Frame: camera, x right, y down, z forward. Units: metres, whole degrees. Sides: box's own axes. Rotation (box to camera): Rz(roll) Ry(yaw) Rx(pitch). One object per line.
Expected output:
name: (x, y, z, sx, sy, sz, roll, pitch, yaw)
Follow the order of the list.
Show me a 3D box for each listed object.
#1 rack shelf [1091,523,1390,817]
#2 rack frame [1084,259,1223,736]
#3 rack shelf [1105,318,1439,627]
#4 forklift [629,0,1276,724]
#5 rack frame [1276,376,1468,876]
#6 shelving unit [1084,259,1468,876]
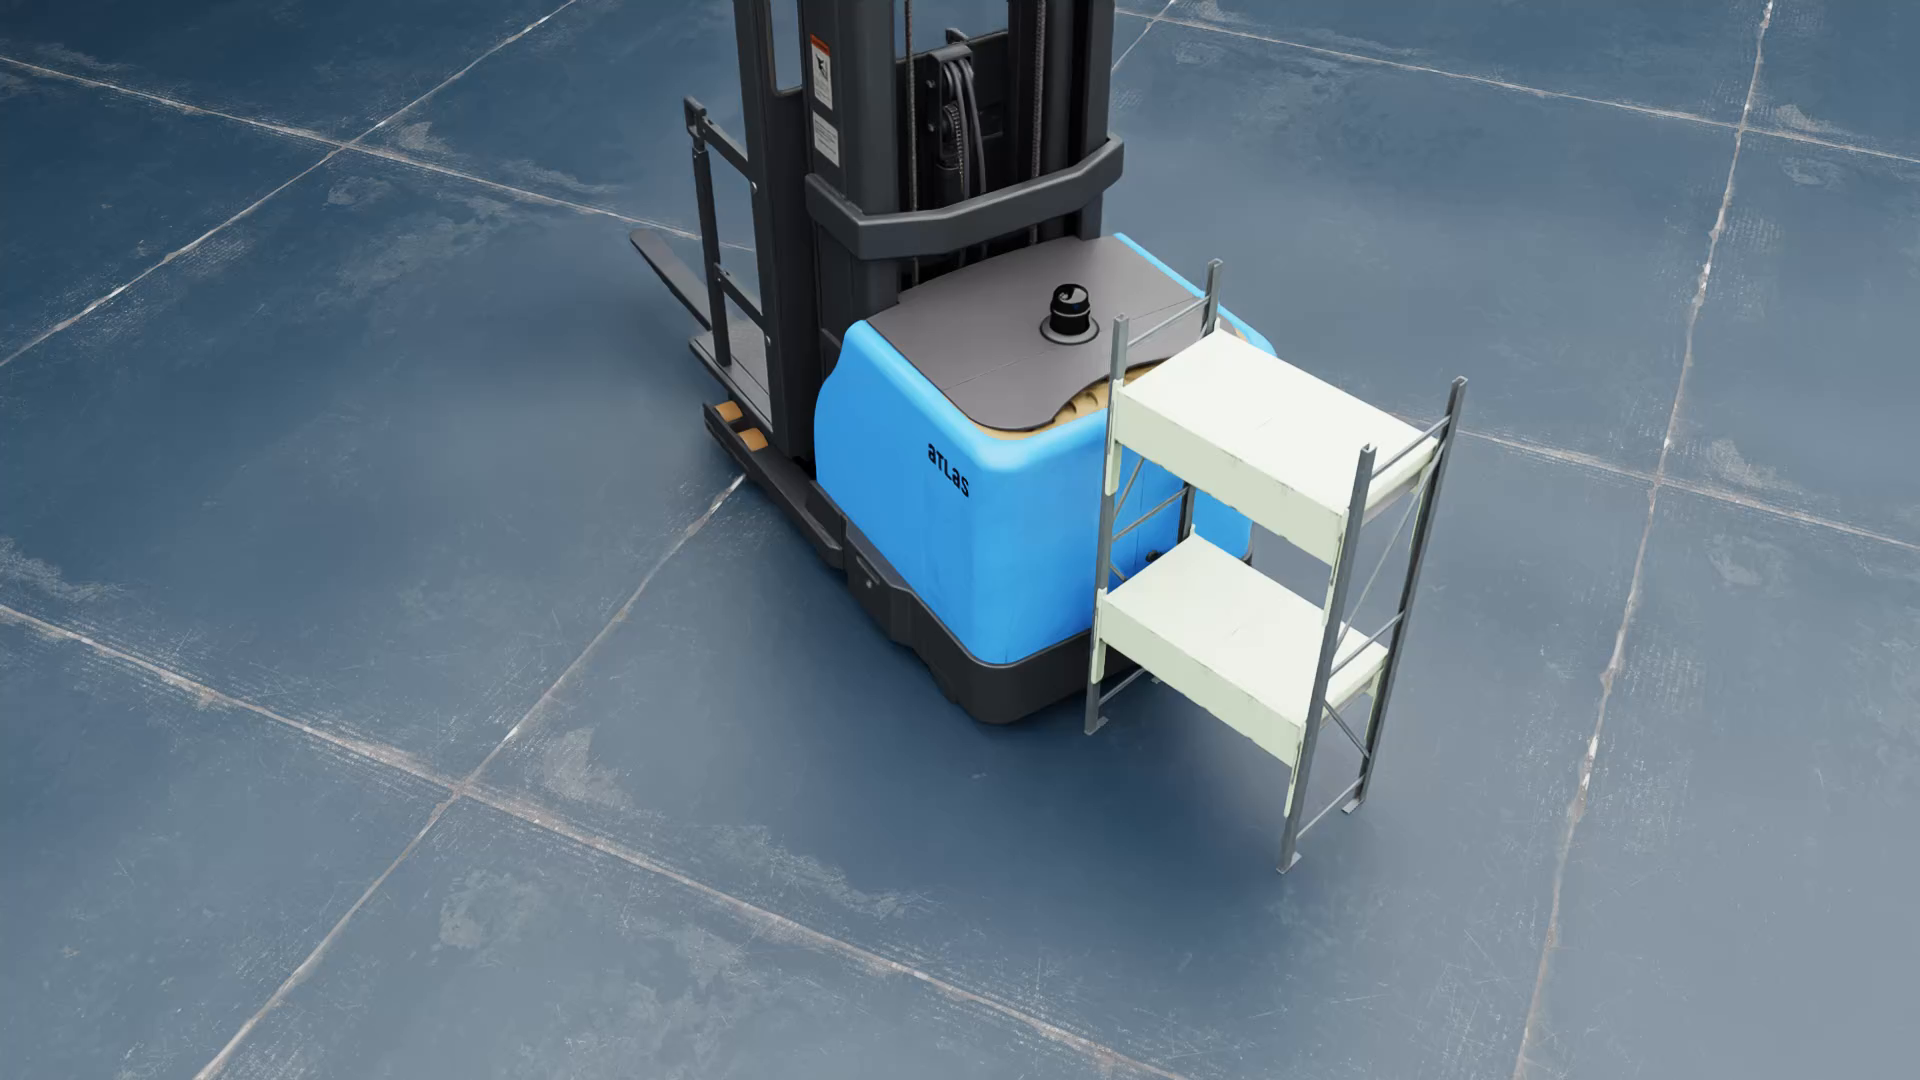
rack shelf: (0.784, 0.353, 4.696, 0.431, 0.370, 0.720, -33, 50, -32)
rack frame: (0.529, -0.065, 4.680, 0.400, 1.500, 0.023, -33, 50, -32)
rack shelf: (0.784, -0.189, 4.227, 0.431, 0.370, 0.720, -33, 50, -32)
forklift: (-0.282, -1.495, 5.237, 1.130, 2.935, 3.031, -22, 46, -24)
rack frame: (1.040, 0.278, 4.284, 0.400, 1.500, 0.023, -33, 50, -32)
shelving unit: (0.784, 0.106, 4.482, 0.431, 1.500, 0.755, -33, 50, -32)
